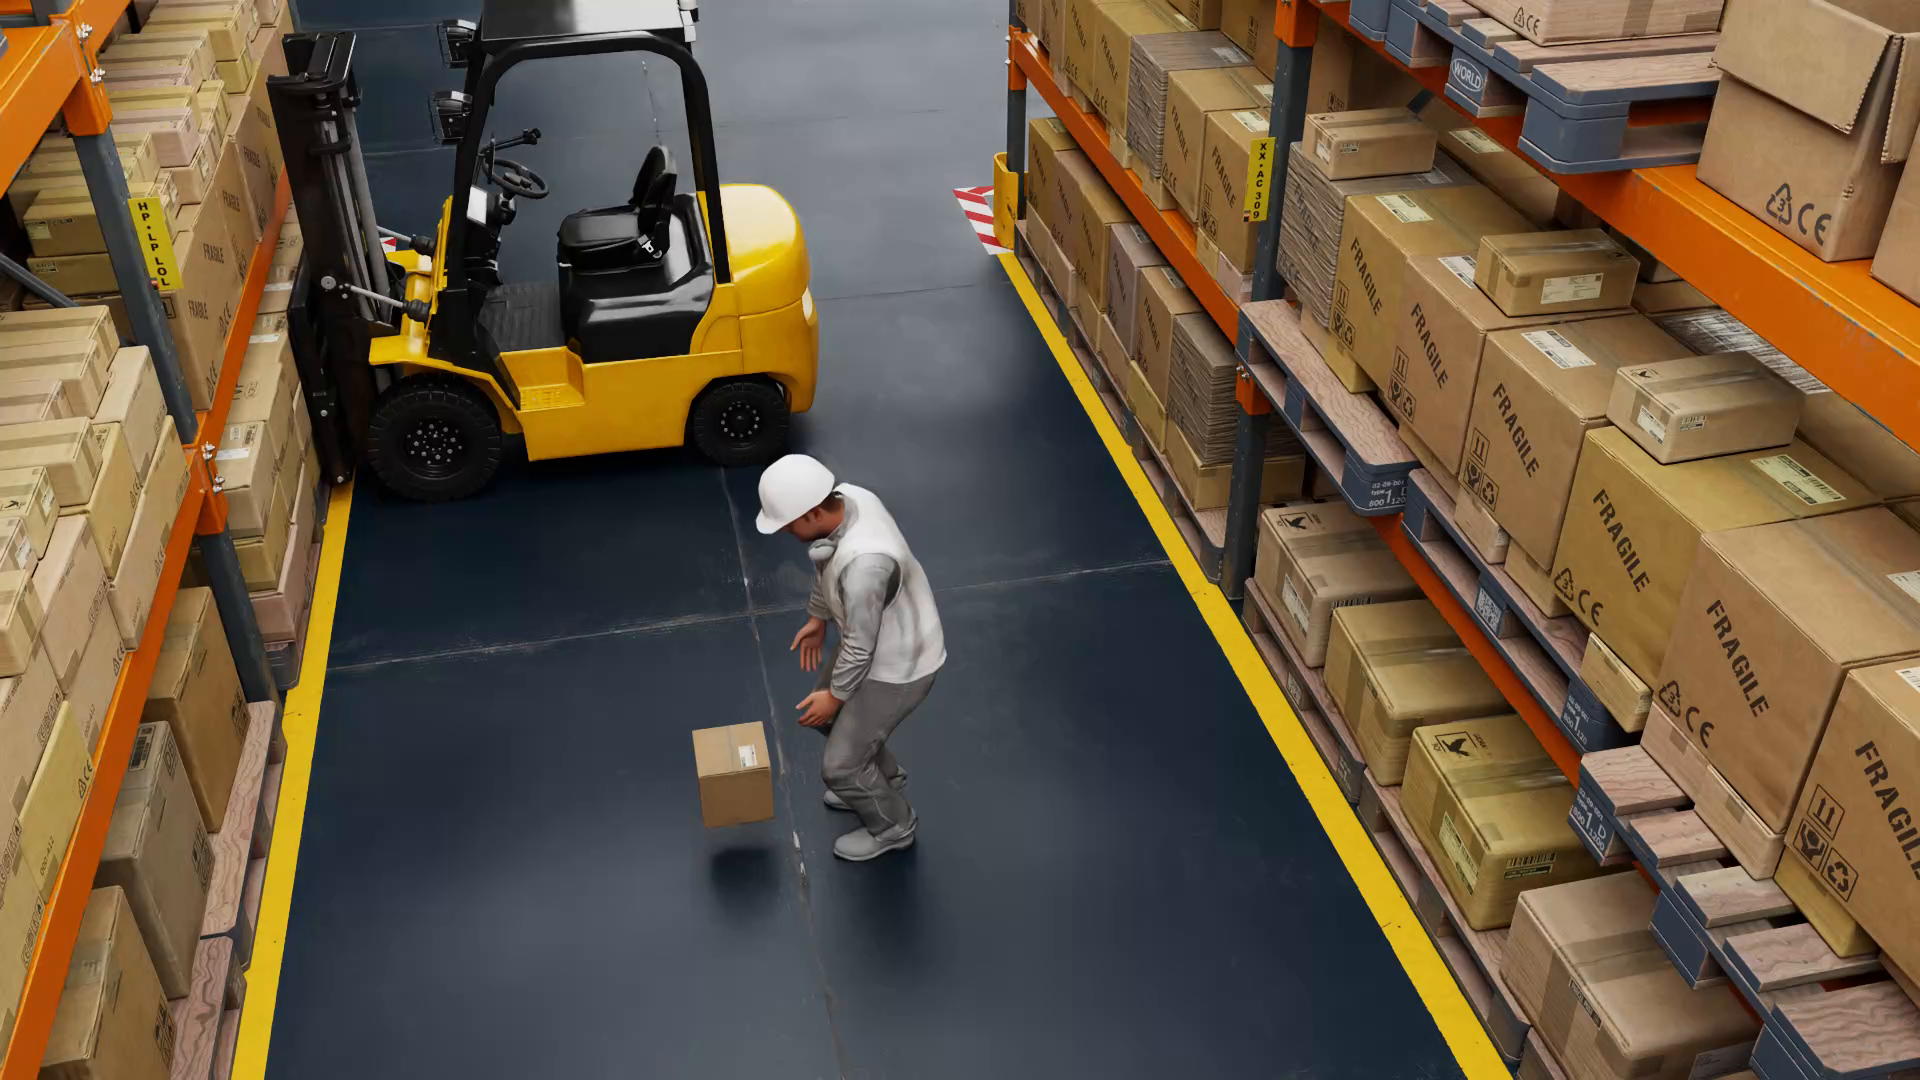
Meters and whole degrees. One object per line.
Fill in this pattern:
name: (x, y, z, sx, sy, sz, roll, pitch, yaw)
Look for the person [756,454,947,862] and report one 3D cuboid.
person: (-0.354, 0.396, 5.673, 0.604, 1.628, 0.581, -7, 35, -10)
